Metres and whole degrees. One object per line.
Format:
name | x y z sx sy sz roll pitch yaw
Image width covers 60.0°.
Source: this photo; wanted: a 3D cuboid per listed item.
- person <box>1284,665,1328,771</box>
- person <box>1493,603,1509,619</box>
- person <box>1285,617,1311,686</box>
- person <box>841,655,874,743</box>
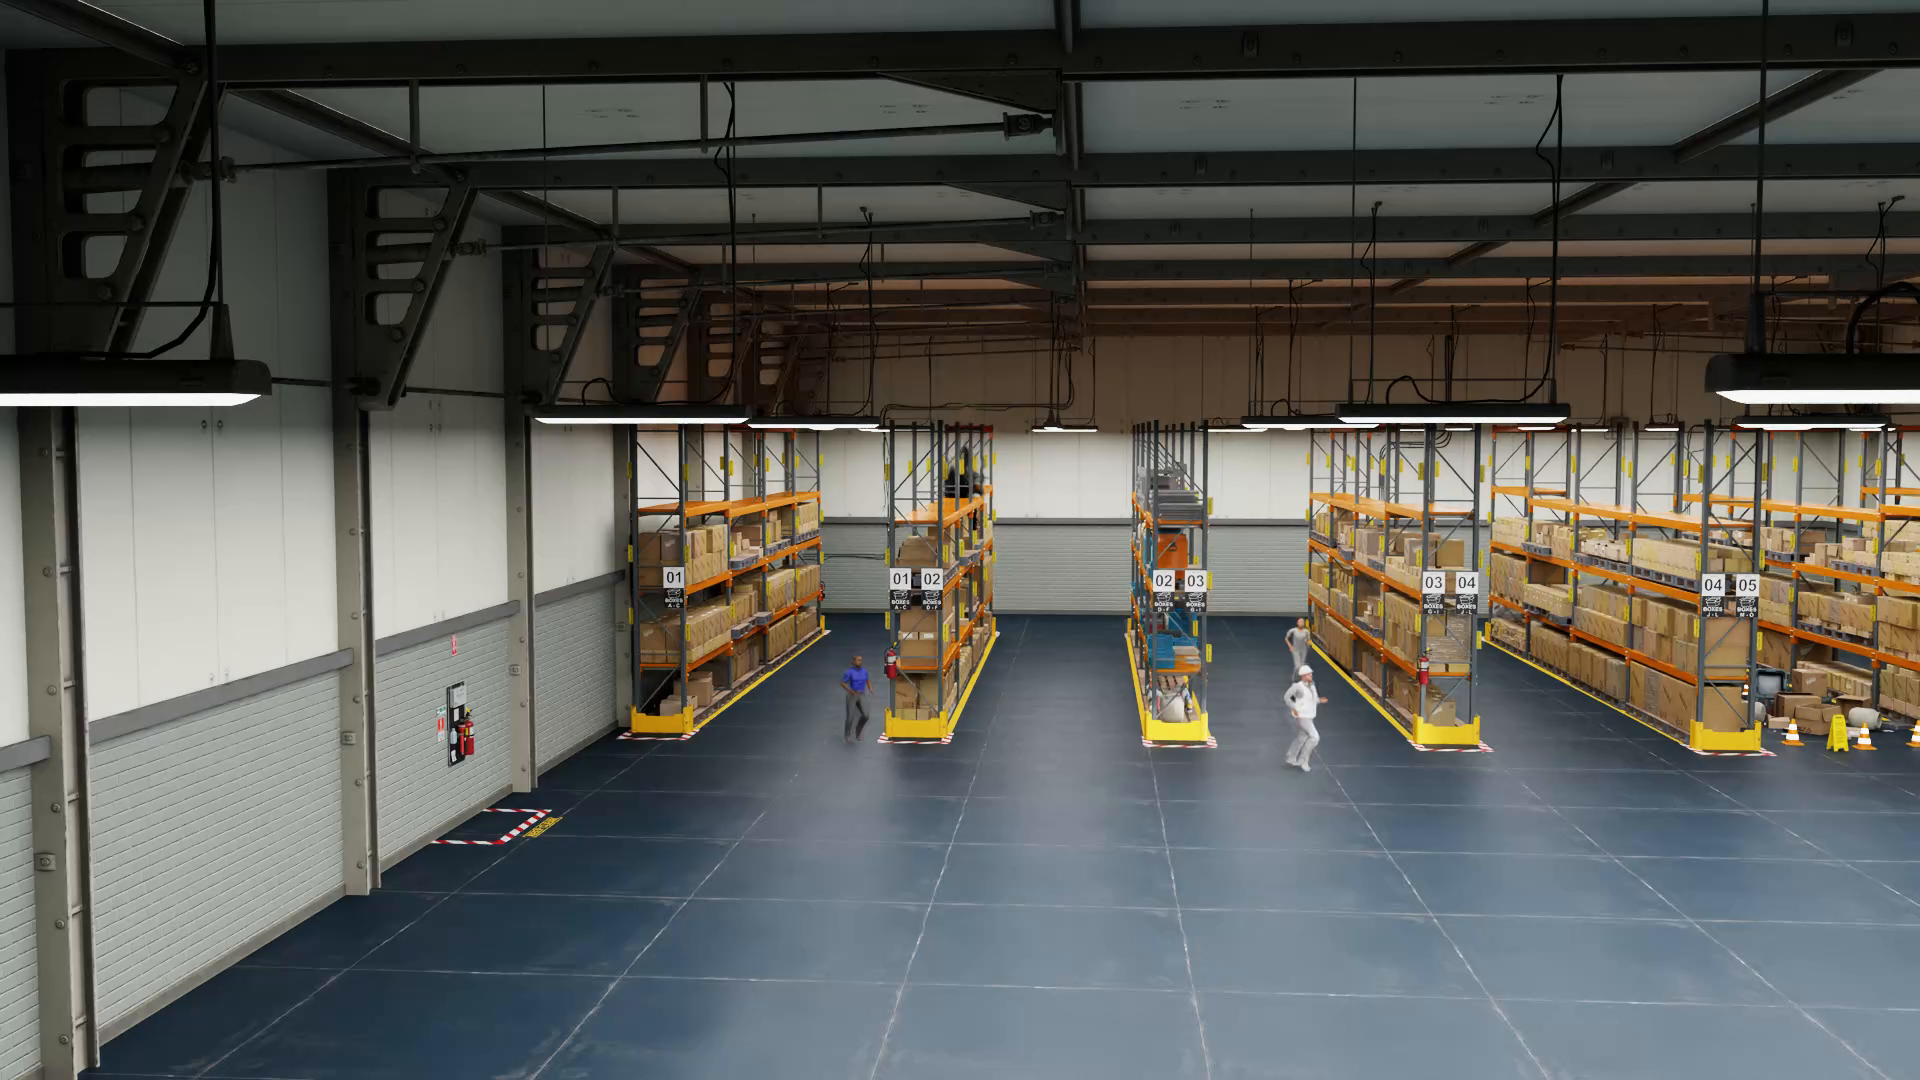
person | 5.925 3.053 28.482 0.742 1.820 0.627 3 5 37
person | 15.499 1.875 47.454 0.520 1.711 0.759 3 4 35
person | 7.590 2.539 37.187 0.539 1.650 0.651 0 4 -7
person | -1.893 2.963 30.939 0.643 1.636 0.516 -2 4 -27
